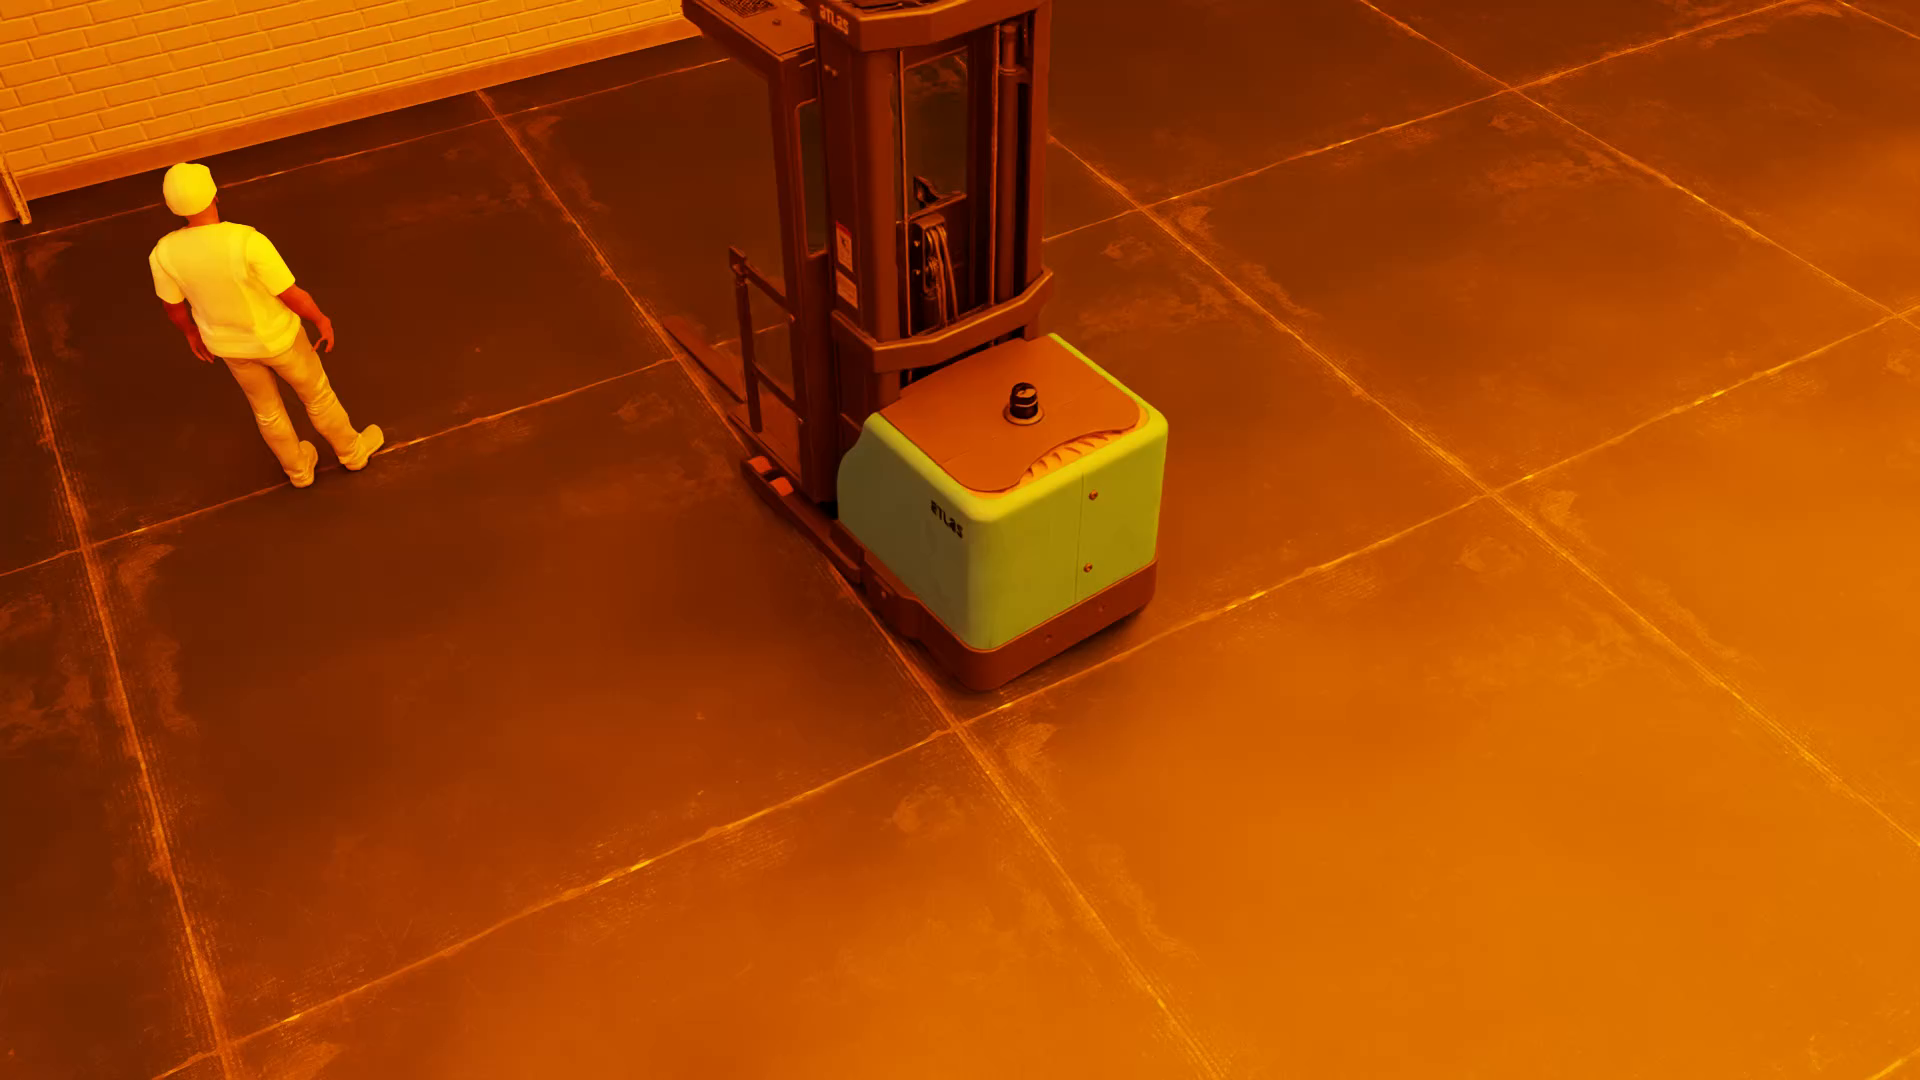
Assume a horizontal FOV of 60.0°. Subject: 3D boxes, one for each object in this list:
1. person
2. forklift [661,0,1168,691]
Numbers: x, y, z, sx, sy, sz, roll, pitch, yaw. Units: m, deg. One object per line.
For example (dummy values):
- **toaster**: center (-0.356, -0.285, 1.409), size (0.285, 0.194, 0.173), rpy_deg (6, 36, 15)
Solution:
- **person**: center (-3.206, -0.990, 7.612), size (0.666, 1.765, 0.579), rpy_deg (-1, 43, -1)
- **forklift**: center (-0.409, -1.390, 7.197), size (1.130, 2.935, 3.031), rpy_deg (-27, 49, -26)
